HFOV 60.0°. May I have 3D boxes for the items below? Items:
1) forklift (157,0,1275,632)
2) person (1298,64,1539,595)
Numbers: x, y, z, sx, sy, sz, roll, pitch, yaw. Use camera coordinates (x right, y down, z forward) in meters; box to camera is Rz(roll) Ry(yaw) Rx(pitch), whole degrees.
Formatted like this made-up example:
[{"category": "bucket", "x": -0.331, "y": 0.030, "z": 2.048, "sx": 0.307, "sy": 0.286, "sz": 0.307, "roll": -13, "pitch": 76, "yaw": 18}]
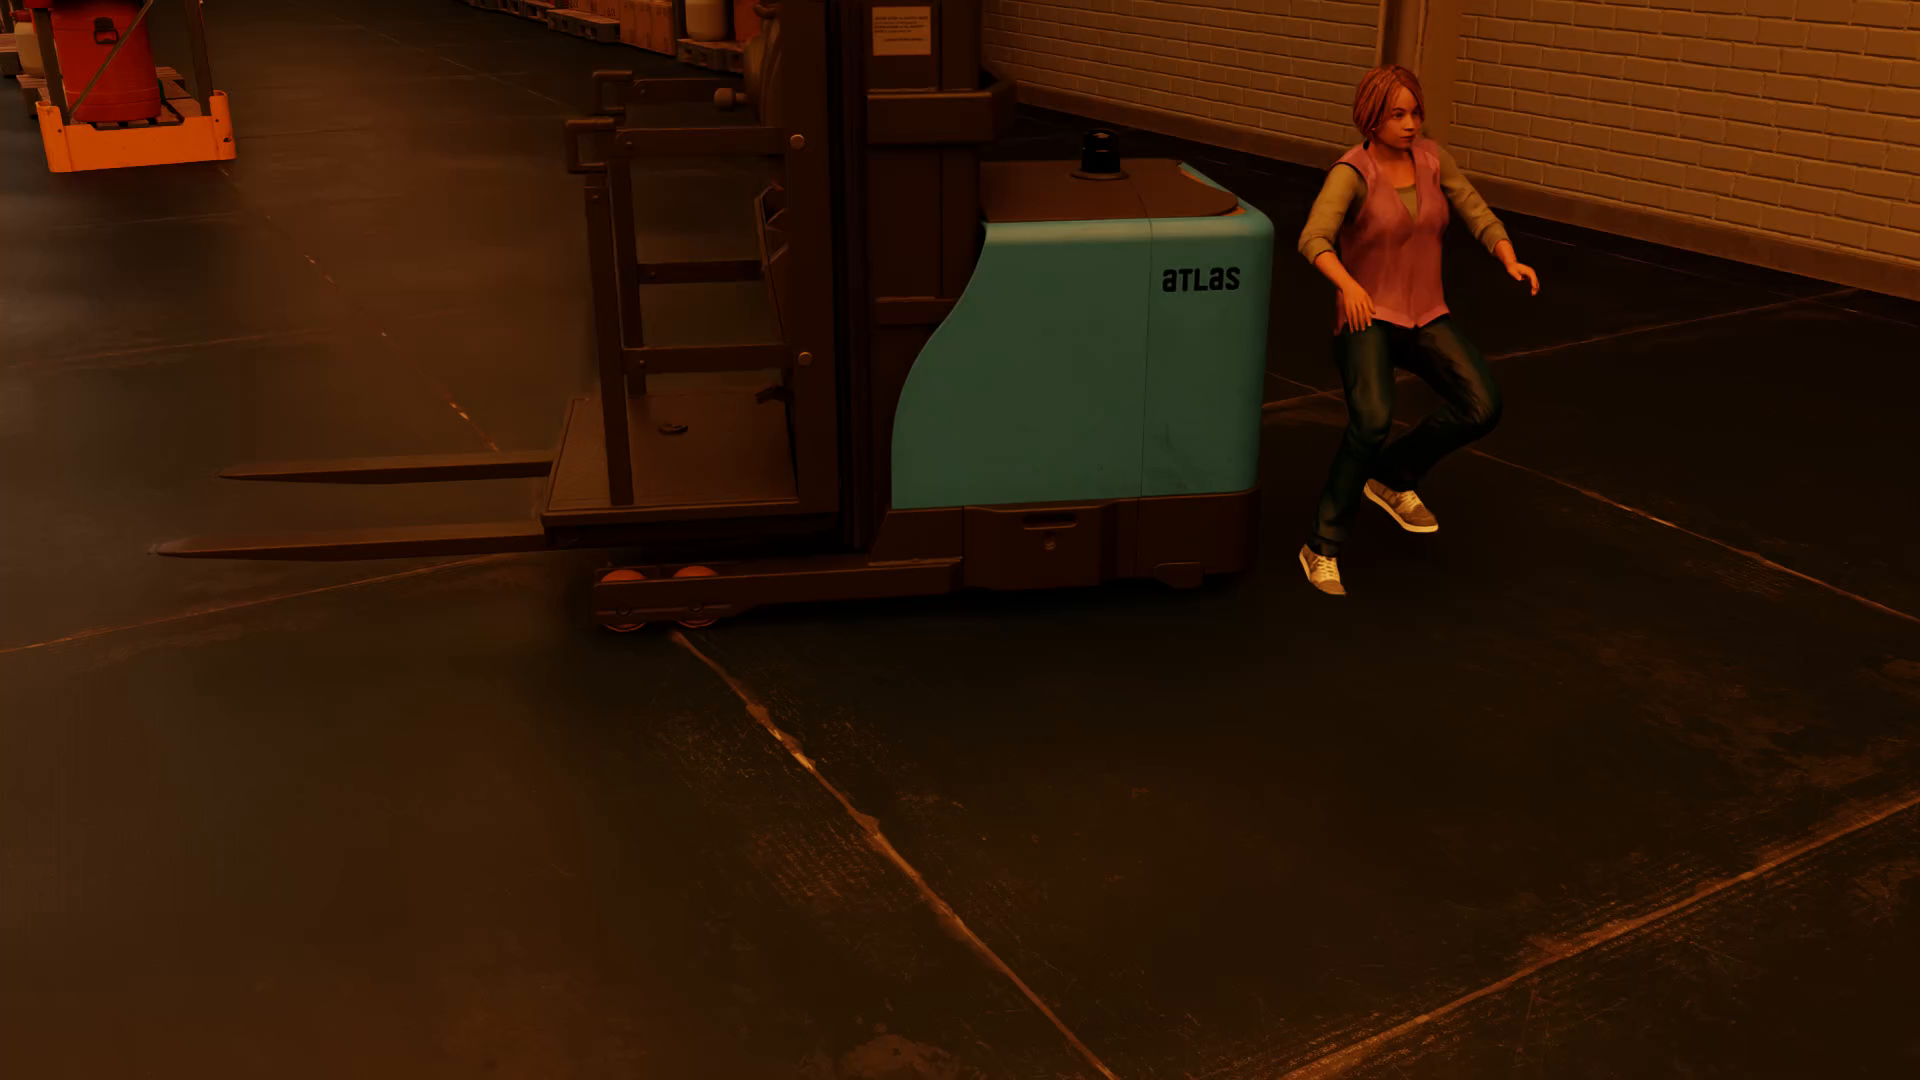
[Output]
[{"category": "forklift", "x": -0.704, "y": -1.319, "z": 4.488, "sx": 3.031, "sy": 2.935, "sz": 1.130, "roll": -3, "pitch": 22, "yaw": -7}, {"category": "person", "x": 1.273, "y": -0.604, "z": 4.803, "sx": 0.695, "sy": 1.464, "sz": 0.582, "roll": -9, "pitch": 24, "yaw": -20}]
